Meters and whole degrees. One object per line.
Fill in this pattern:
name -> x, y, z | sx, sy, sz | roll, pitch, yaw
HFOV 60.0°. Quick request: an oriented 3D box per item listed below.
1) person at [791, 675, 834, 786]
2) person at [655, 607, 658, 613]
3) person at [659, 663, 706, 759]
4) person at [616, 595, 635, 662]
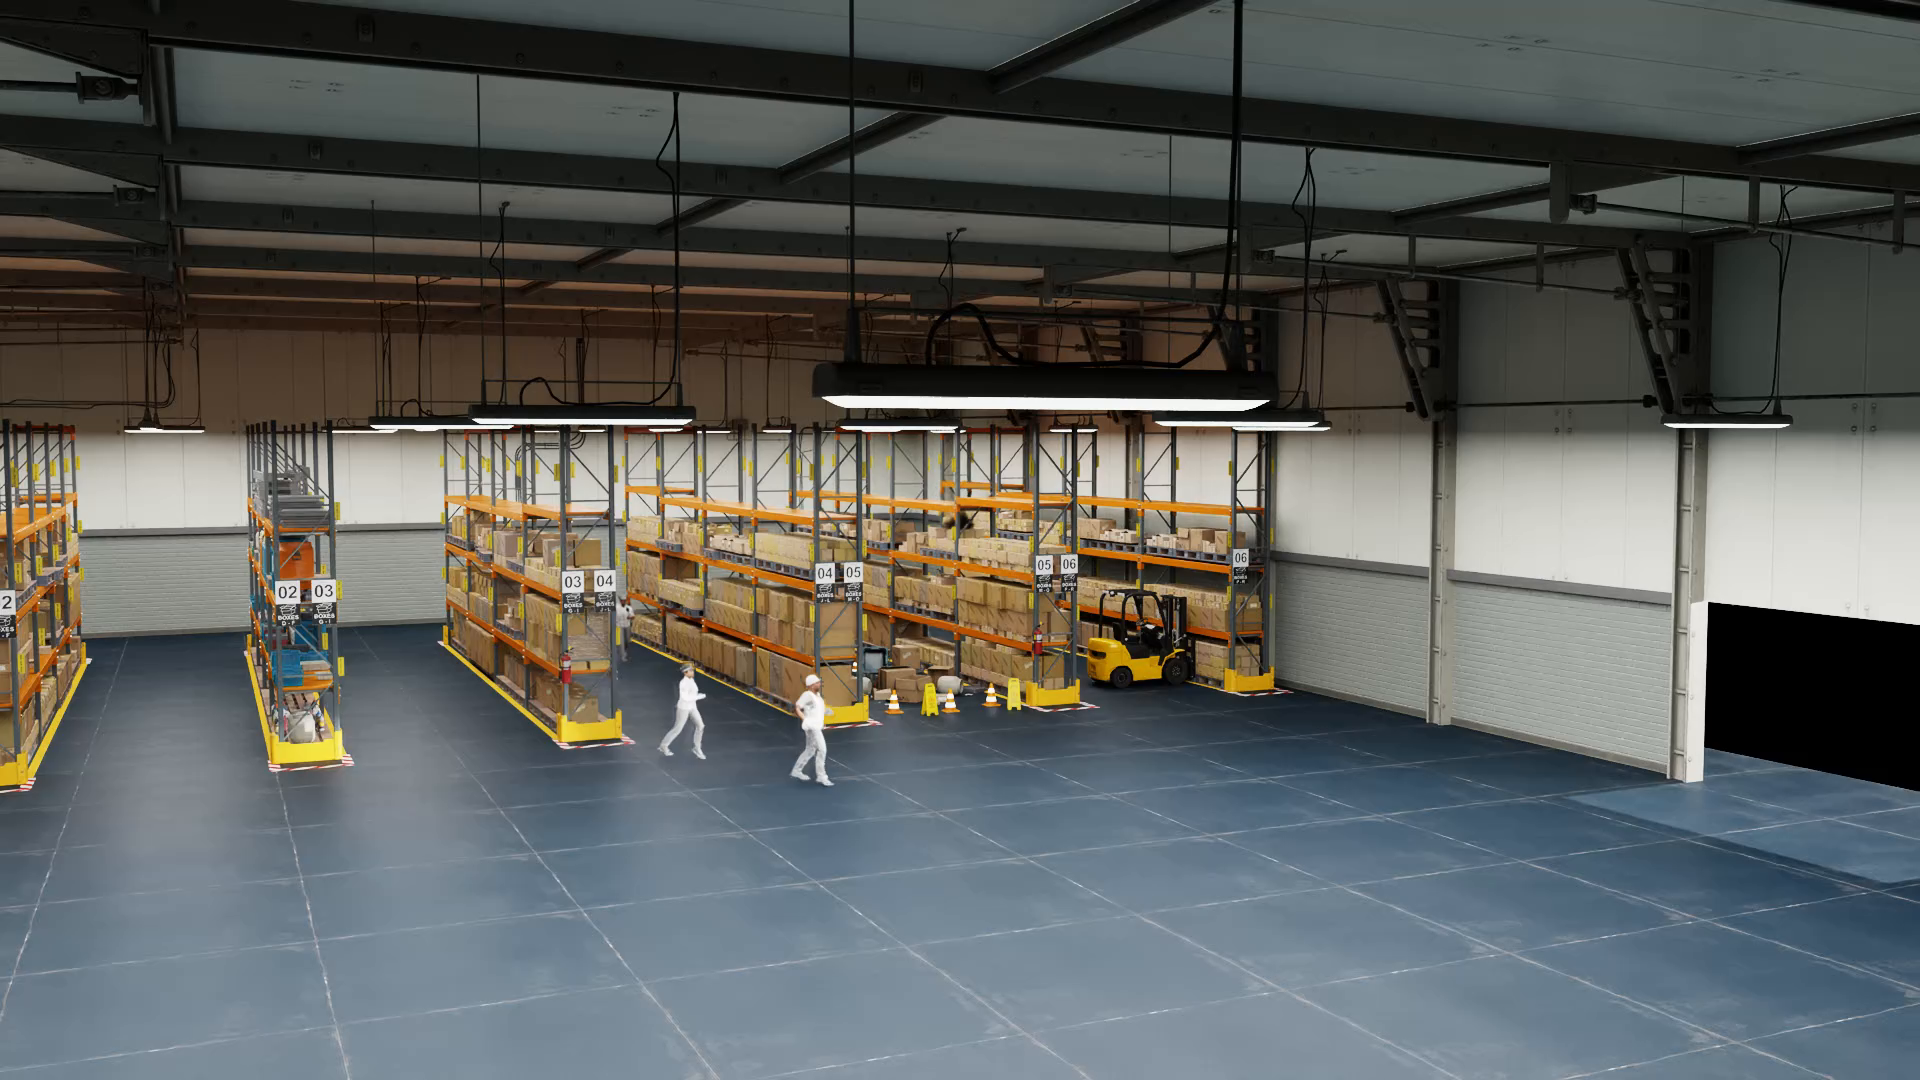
person -> -2.426, 3.126, 27.325 | 0.741, 1.835, 0.674 | 0, 4, 4
person -> -8.836, 1.799, 49.270 | 0.590, 1.689, 0.734 | 1, 4, 18
person -> -4.893, 3.034, 29.532 | 0.878, 1.741, 0.623 | 1, 4, 16
person -> -8.554, 2.221, 42.264 | 0.581, 1.676, 0.913 | -1, 4, -22
